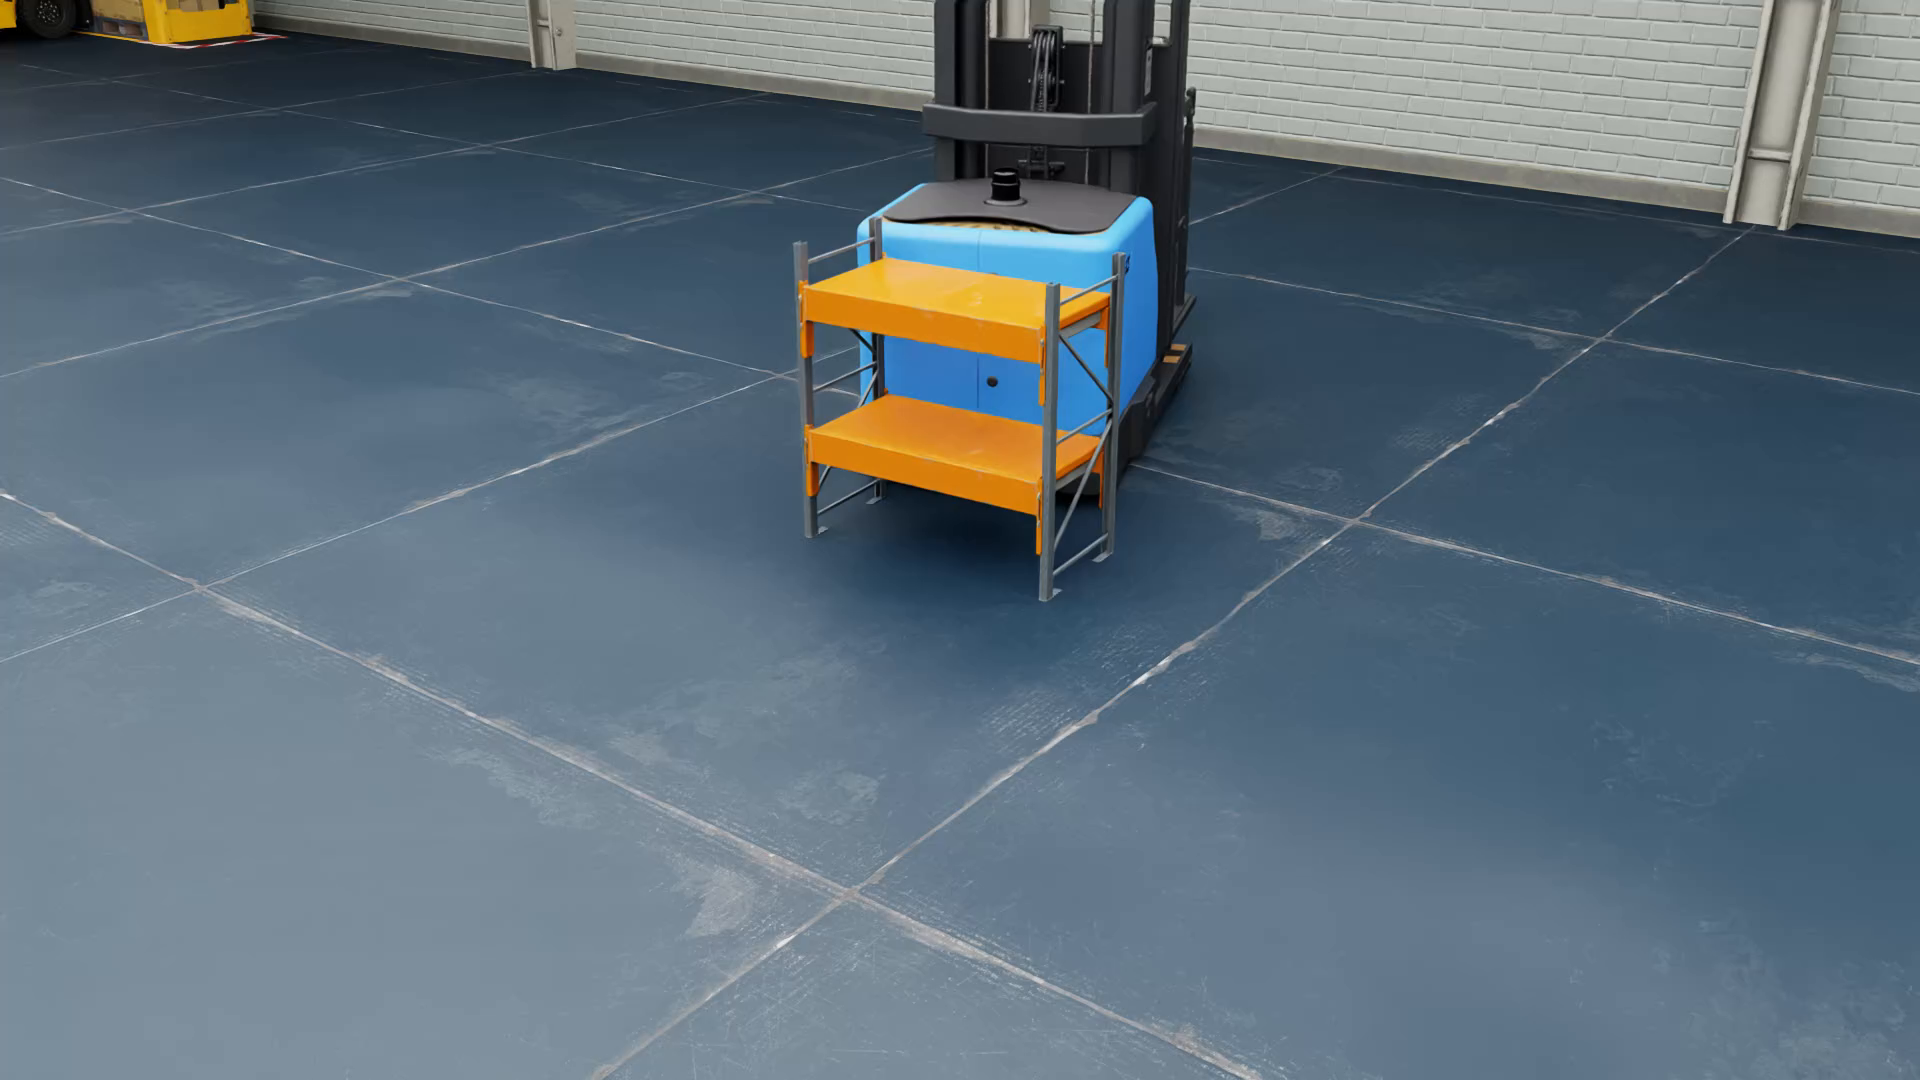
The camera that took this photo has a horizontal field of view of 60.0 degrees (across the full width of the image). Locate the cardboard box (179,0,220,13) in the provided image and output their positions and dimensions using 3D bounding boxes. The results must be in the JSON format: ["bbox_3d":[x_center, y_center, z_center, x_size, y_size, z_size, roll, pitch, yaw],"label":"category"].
[{"bbox_3d":[-9.352,-6.493,20.156,0.500,0.250,0.500,17,29,34],"label":"cardboard box"}]

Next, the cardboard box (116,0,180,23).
[{"bbox_3d":[-9.641,-6.323,19.770,0.500,0.250,0.500,17,29,34],"label":"cardboard box"}]

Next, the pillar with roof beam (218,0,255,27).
[{"bbox_3d":[-11.674,-9.193,15.953,0.400,9.000,9.100,17,29,33],"label":"pillar with roof beam"}]

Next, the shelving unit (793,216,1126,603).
[{"bbox_3d":[-0.009,-0.494,5.976,1.048,1.125,0.538,14,28,29],"label":"shelving unit"}]

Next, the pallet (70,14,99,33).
[{"bbox_3d":[-10.685,-6.568,20.895,1.213,0.211,1.003,17,29,33],"label":"pallet"}]

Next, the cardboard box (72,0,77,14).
[{"bbox_3d":[-10.857,-6.688,20.599,0.500,0.250,0.500,18,29,35],"label":"cardboard box"}]

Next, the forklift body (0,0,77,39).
[{"bbox_3d":[-11.687,-6.859,19.149,1.214,2.155,2.313,17,29,33],"label":"forklift body"}]

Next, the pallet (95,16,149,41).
[{"bbox_3d":[-9.713,-6.273,20.225,1.213,0.211,1.003,17,29,33],"label":"pallet"}]

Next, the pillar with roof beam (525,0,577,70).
[{"bbox_3d":[-6.873,-7.742,12.660,0.400,9.000,9.100,17,29,33],"label":"pillar with roof beam"}]

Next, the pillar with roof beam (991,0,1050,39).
[{"bbox_3d":[-2.072,-6.291,9.367,0.400,9.000,9.100,17,29,33],"label":"pillar with roof beam"}]

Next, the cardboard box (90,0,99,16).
[{"bbox_3d":[-10.428,-6.570,20.331,0.500,0.250,0.500,17,29,34],"label":"cardboard box"}]

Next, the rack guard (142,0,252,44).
[{"bbox_3d":[-9.057,-6.228,19.764,0.348,0.500,1.175,17,29,33],"label":"rack guard"}]

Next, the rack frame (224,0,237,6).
[{"bbox_3d":[-9.076,-7.377,19.273,0.127,3.000,1.000,17,29,33],"label":"rack frame"}]

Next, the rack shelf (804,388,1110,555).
[{"bbox_3d":[-0.009,-0.270,6.075,1.000,0.278,0.538,14,28,29],"label":"rack shelf"}]

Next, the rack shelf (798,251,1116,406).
[{"bbox_3d":[-0.009,-0.762,5.858,1.000,0.278,0.538,14,28,29],"label":"rack shelf"}]

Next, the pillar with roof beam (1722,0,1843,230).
[{"bbox_3d":[2.729,-4.840,6.074,0.400,9.000,9.100,17,29,33],"label":"pillar with roof beam"}]

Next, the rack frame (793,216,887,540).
[{"bbox_3d":[-0.437,-0.604,6.226,0.032,1.125,0.500,14,28,29],"label":"rack frame"}]

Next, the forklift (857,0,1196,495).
[{"bbox_3d":[0.494,-2.083,7.343,1.130,2.935,3.031,7,25,15],"label":"forklift"}]

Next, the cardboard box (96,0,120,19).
[{"bbox_3d":[-10.034,-6.446,20.049,0.500,0.250,0.500,17,29,33],"label":"cardboard box"}]

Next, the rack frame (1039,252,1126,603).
[{"bbox_3d":[0.420,-0.384,5.727,0.032,1.125,0.500,14,28,29],"label":"rack frame"}]
